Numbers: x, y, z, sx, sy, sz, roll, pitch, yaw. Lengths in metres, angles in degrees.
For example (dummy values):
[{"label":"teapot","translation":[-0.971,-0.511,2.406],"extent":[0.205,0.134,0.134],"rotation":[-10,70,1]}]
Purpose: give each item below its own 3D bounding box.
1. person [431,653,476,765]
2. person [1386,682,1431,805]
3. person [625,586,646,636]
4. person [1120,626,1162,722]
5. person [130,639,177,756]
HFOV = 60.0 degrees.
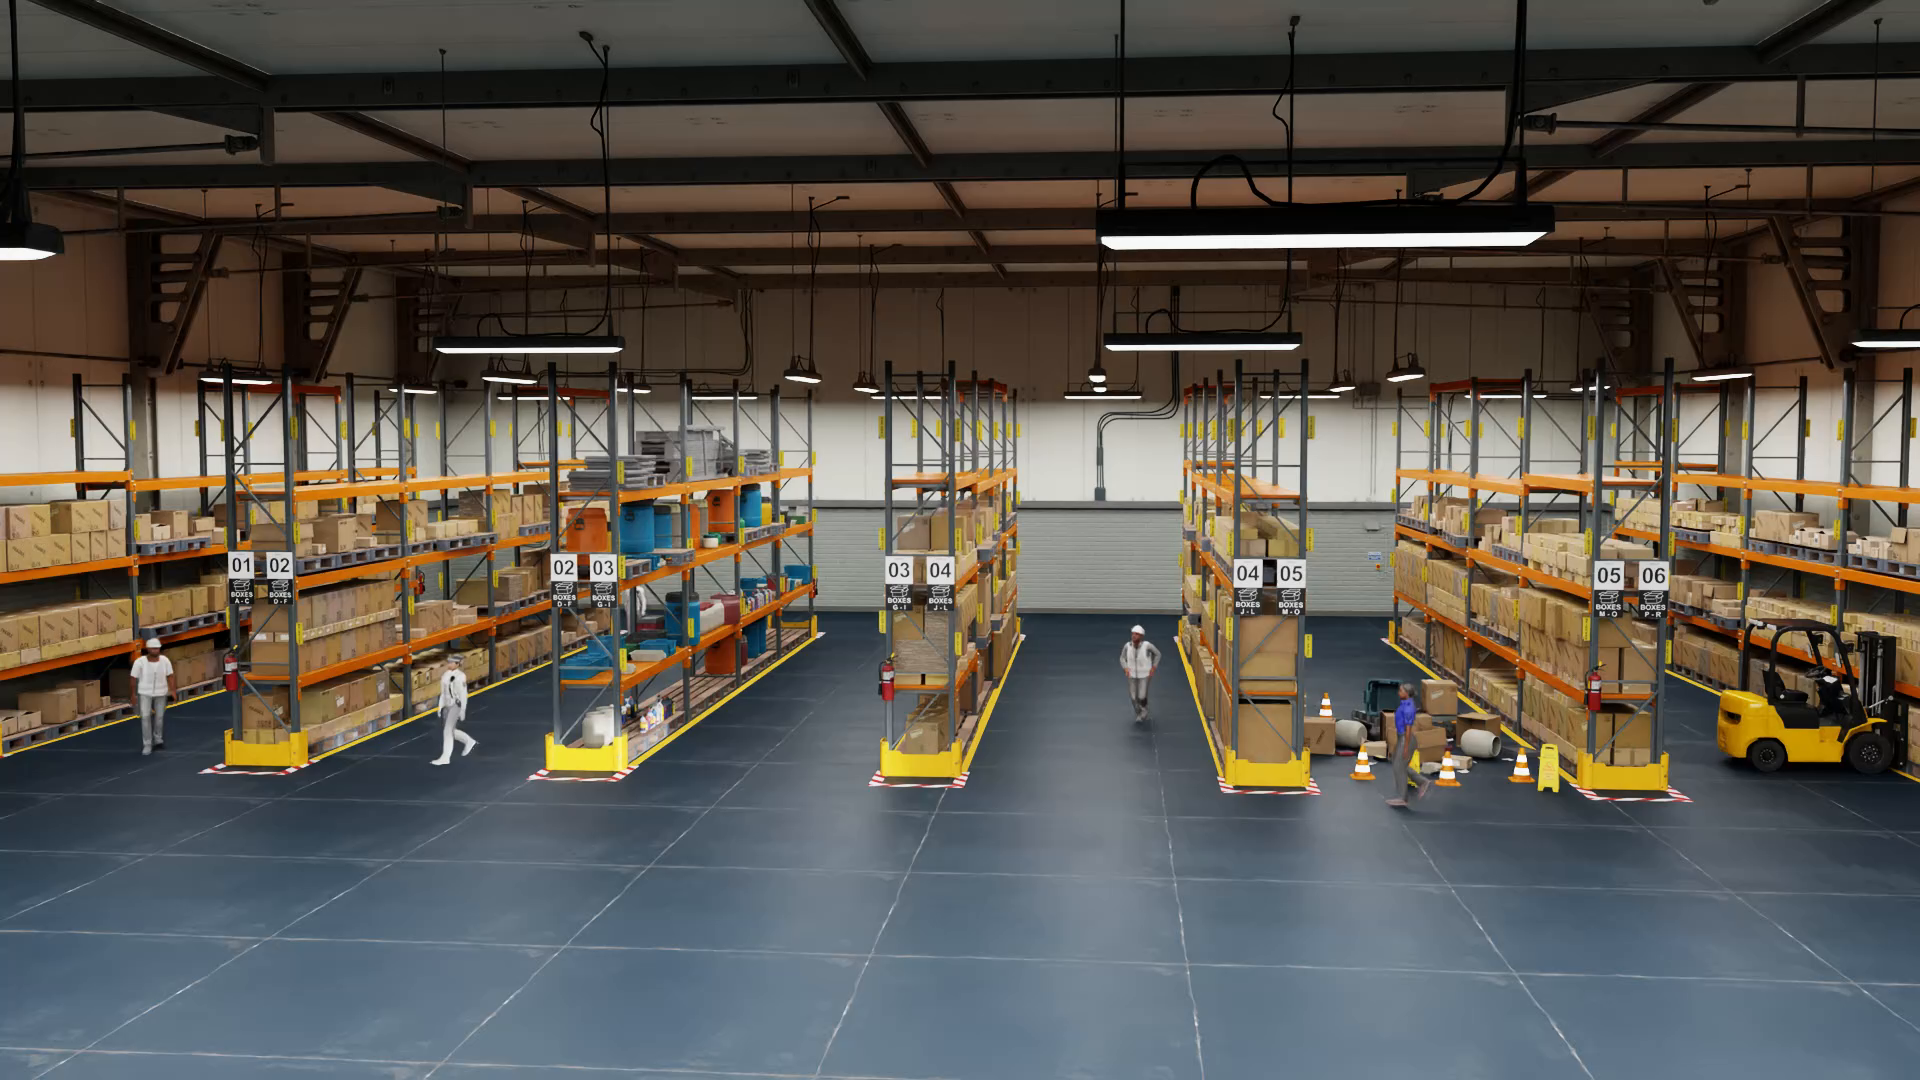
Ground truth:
[{"label":"person","translation":[-7.624,2.513,25.048],"extent":[0.511,1.649,0.831],"rotation":[3,5,40]},{"label":"person","translation":[5.988,2.707,22.138],"extent":[0.619,1.636,0.456],"rotation":[0,4,3]},{"label":"person","translation":[-7.550,1.623,38.735],"extent":[0.491,1.633,0.871],"rotation":[0,4,2]},{"label":"person","translation":[3.087,2.290,28.418],"extent":[0.708,1.689,0.719],"rotation":[1,4,16]},{"label":"person","translation":[-12.632,2.420,26.046],"extent":[0.652,1.755,0.937],"rotation":[-2,4,-28]}]
